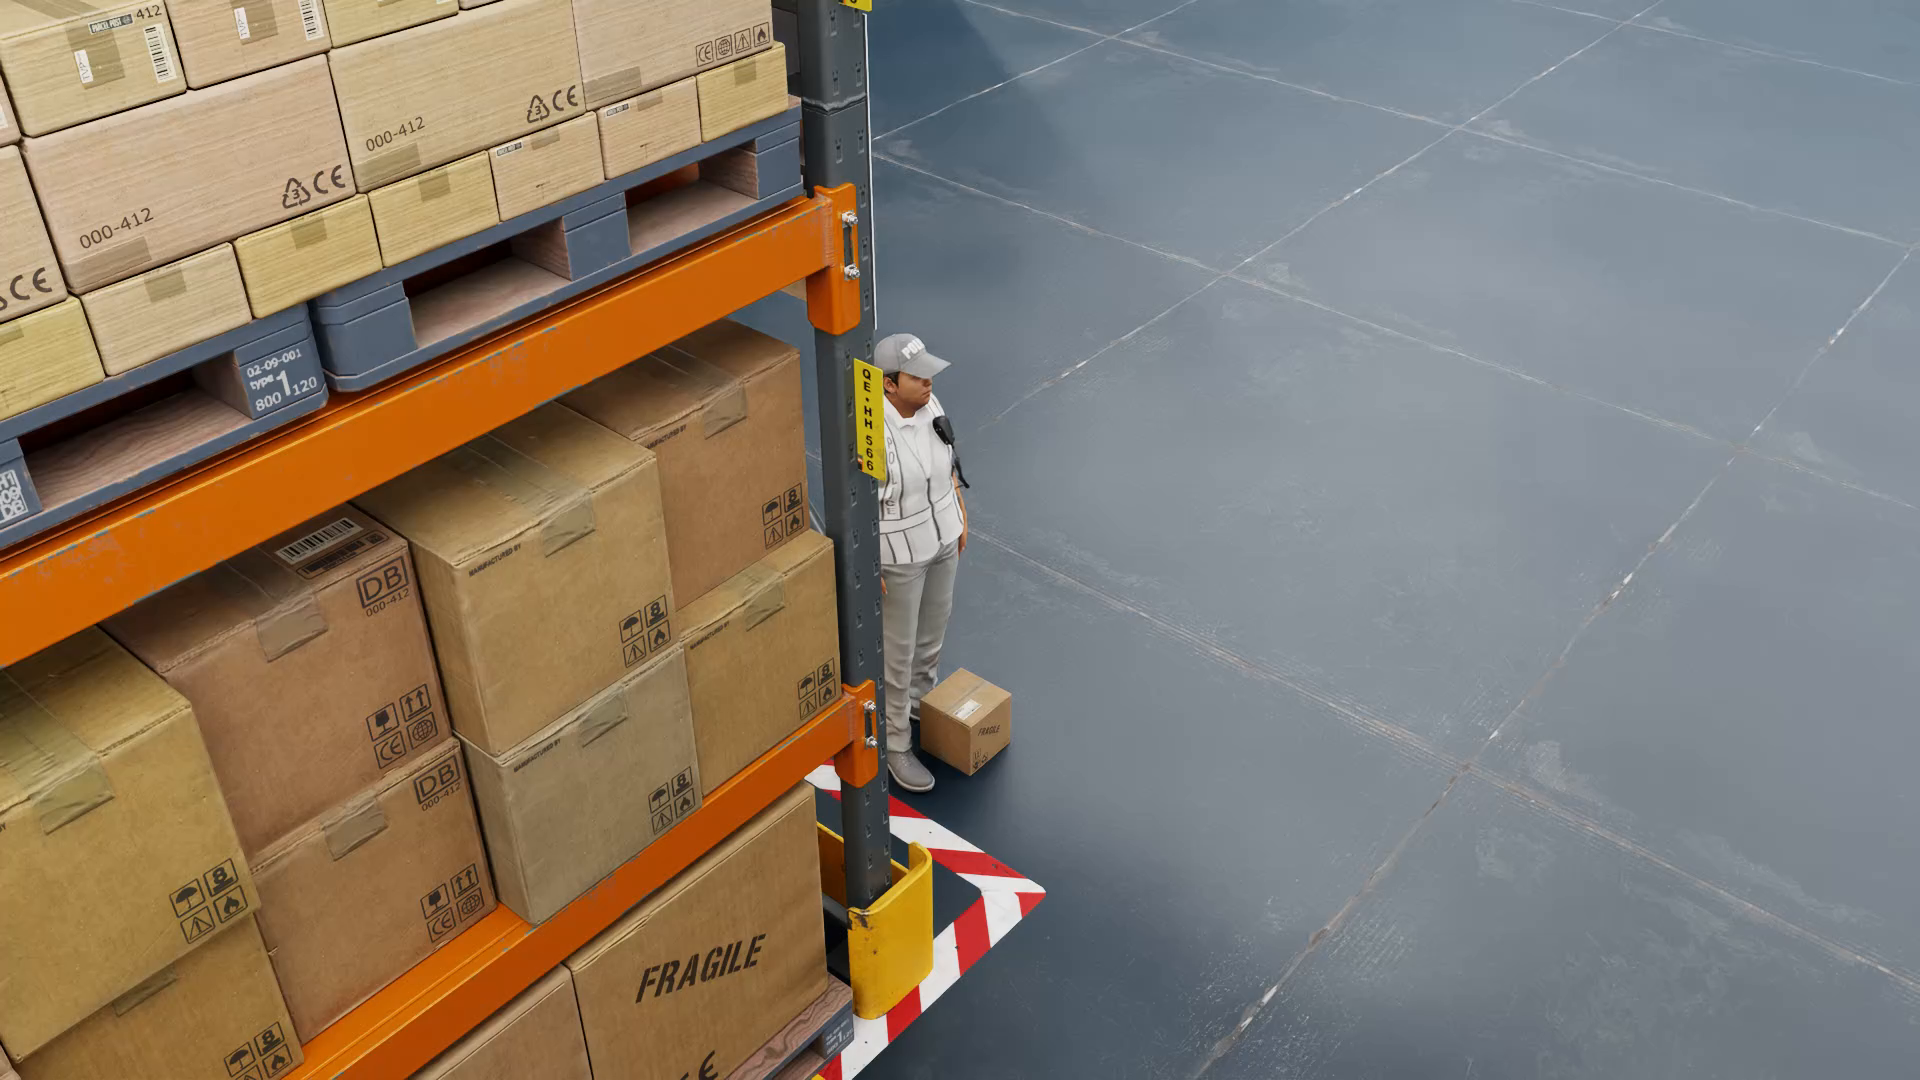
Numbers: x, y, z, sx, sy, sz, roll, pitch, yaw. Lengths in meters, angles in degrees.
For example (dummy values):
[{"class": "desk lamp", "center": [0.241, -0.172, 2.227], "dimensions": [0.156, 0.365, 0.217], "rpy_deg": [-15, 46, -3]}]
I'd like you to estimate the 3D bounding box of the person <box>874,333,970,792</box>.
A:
[{"class": "person", "center": [-0.149, 0.058, 6.042], "dimensions": [0.528, 1.671, 0.599], "rpy_deg": [27, 43, 33]}]
